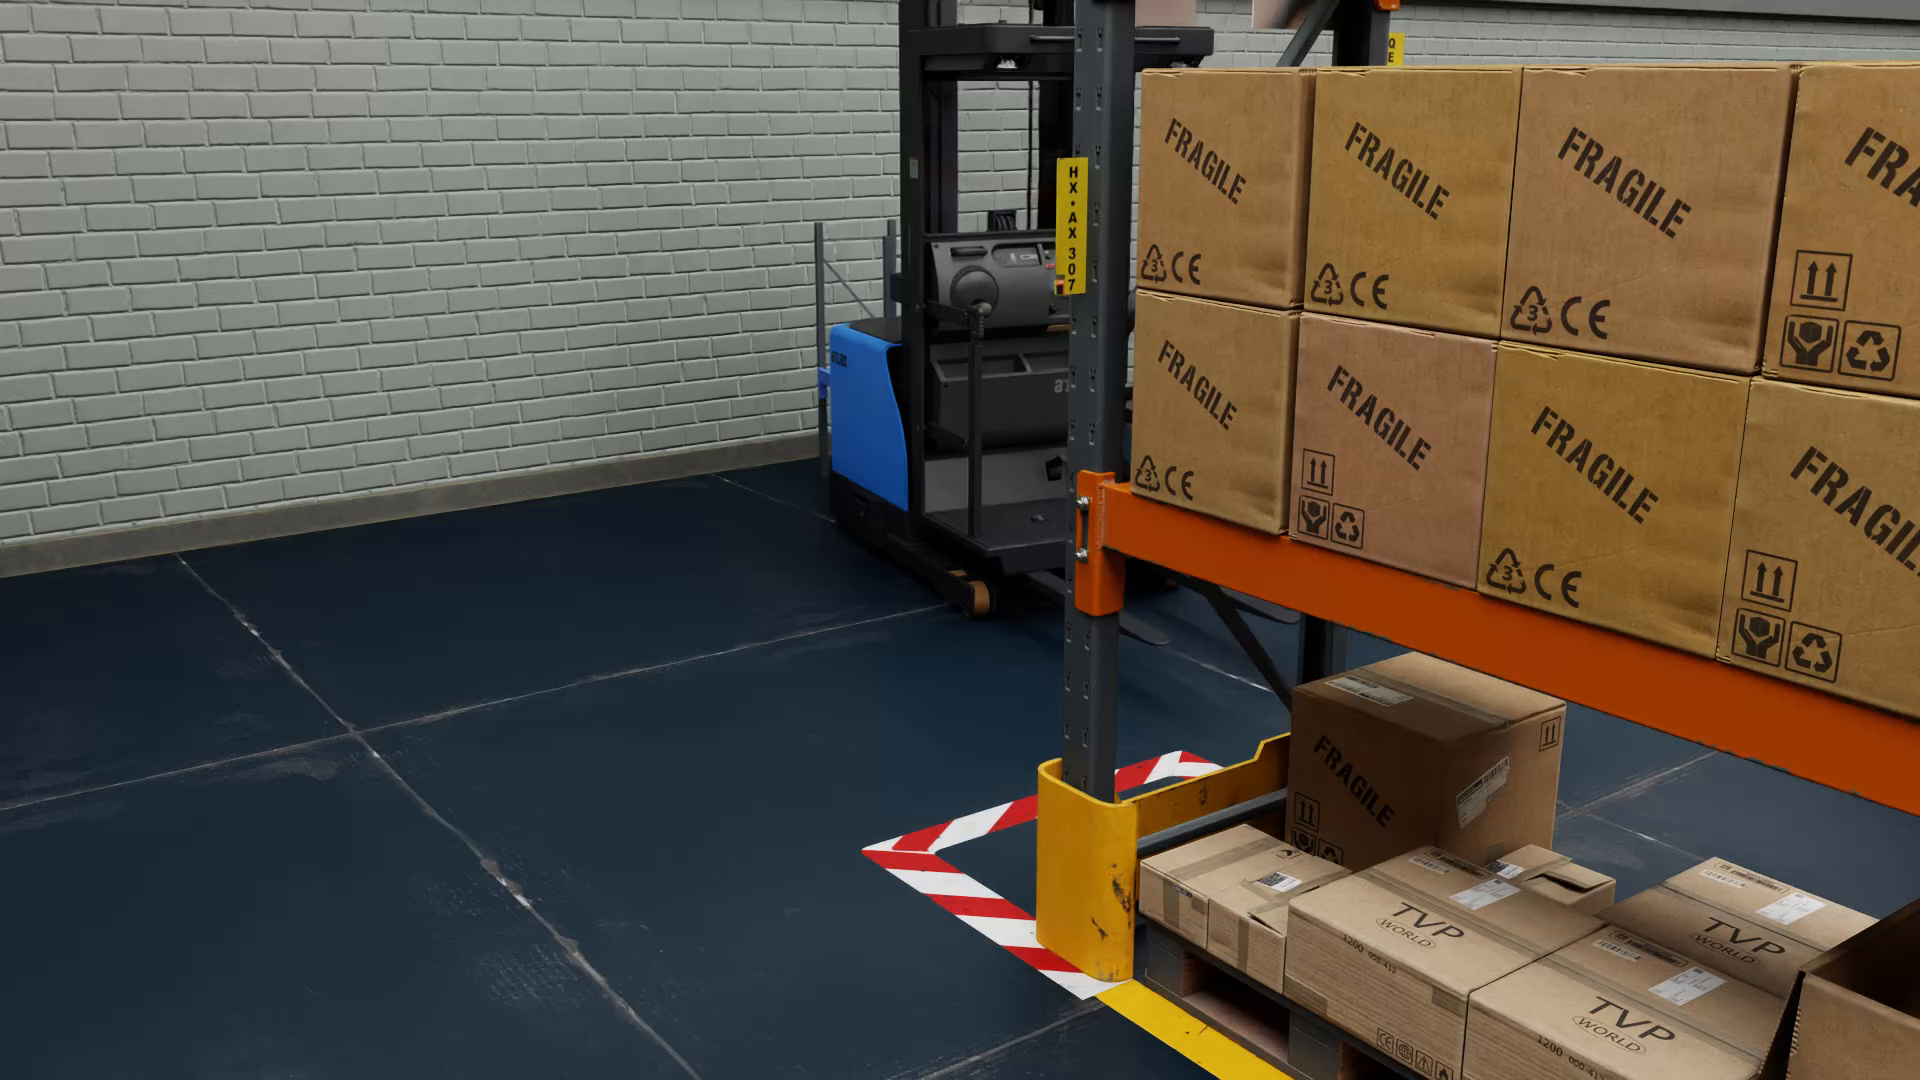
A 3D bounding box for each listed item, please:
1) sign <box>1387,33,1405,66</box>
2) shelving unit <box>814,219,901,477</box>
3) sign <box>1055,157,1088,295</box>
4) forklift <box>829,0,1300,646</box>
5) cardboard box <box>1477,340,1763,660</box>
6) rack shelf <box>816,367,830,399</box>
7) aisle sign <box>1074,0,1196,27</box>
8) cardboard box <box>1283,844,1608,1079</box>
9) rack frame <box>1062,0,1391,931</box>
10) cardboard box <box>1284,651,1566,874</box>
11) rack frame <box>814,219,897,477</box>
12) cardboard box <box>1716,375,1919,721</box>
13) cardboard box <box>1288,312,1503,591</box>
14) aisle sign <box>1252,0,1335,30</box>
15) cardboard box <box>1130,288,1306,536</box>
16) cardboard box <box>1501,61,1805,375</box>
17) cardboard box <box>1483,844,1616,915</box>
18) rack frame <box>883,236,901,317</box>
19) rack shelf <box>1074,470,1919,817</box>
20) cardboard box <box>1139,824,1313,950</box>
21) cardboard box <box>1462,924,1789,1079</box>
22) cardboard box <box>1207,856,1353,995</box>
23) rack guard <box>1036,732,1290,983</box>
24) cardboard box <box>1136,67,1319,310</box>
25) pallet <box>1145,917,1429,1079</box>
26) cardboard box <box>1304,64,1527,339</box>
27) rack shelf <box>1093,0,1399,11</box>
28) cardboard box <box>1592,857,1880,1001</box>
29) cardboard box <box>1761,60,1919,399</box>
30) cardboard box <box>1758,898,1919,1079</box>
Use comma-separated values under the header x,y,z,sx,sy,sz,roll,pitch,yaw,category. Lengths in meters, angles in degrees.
x,y,z,sx,sy,sz,roll,pitch,yaw,category
1.173,-1.219,4.555,0.100,0.325,0.005,-11,19,-35,sign
-0.391,-1.012,9.434,0.538,1.500,1.048,-7,17,-24,shelving unit
0.273,-0.759,4.028,0.100,0.325,0.005,-11,19,-35,sign
0.397,-1.201,7.413,1.130,2.935,3.031,-7,17,-24,forklift
1.360,-0.122,3.149,0.500,0.500,0.500,-11,19,-35,cardboard box
-0.391,-0.839,9.481,0.538,0.185,1.000,-7,17,-24,rack shelf
0.434,-1.649,3.994,0.394,0.787,0.004,-11,19,-35,aisle sign
1.096,0.955,3.780,0.500,0.250,0.500,-11,19,-35,cardboard box
0.712,-0.426,4.451,1.000,3.000,0.127,-11,19,-35,rack frame
1.231,0.645,4.438,0.500,0.500,0.500,-11,19,-35,cardboard box
-0.609,-1.134,9.877,0.500,1.500,0.032,-7,17,-24,rack frame
1.652,-0.015,2.758,0.500,0.500,0.500,-11,19,-34,cardboard box
1.067,-0.229,3.542,0.500,0.500,0.500,-11,19,-35,cardboard box
0.919,-1.742,4.334,0.394,0.787,0.004,-11,19,-35,aisle sign
0.759,-0.339,3.942,0.500,0.500,0.500,-10,18,-33,cardboard box
1.363,-0.603,3.013,0.500,0.500,0.500,-11,19,-34,cardboard box
1.396,0.907,4.115,0.380,0.166,0.250,-11,19,-35,cardboard box
-0.173,-0.891,8.991,0.500,1.500,0.032,-7,17,-24,rack frame
1.888,0.348,2.985,1.077,0.370,4.000,-11,19,-35,rack shelf
0.680,0.880,4.247,0.380,0.149,0.250,-11,19,-35,cardboard box
1.390,1.062,3.390,0.500,0.250,0.500,-11,19,-35,cardboard box
0.827,0.924,4.050,0.380,0.166,0.250,-11,19,-35,cardboard box
0.756,0.796,4.721,1.175,0.500,0.348,-11,19,-35,rack guard
0.759,-0.821,3.810,0.500,0.500,0.500,-10,18,-33,cardboard box
1.226,1.105,4.138,1.003,0.211,1.213,-11,19,-35,pallet
1.073,-0.710,3.406,0.500,0.500,0.500,-11,19,-34,cardboard box
1.888,-1.099,2.589,1.077,0.370,4.000,-11,19,-35,rack shelf
1.765,0.973,3.713,0.500,0.250,0.500,-11,19,-35,cardboard box
1.663,-0.494,2.617,0.500,0.500,0.500,-11,19,-35,cardboard box
1.955,1.020,3.064,0.797,0.503,0.637,-11,19,-35,cardboard box
